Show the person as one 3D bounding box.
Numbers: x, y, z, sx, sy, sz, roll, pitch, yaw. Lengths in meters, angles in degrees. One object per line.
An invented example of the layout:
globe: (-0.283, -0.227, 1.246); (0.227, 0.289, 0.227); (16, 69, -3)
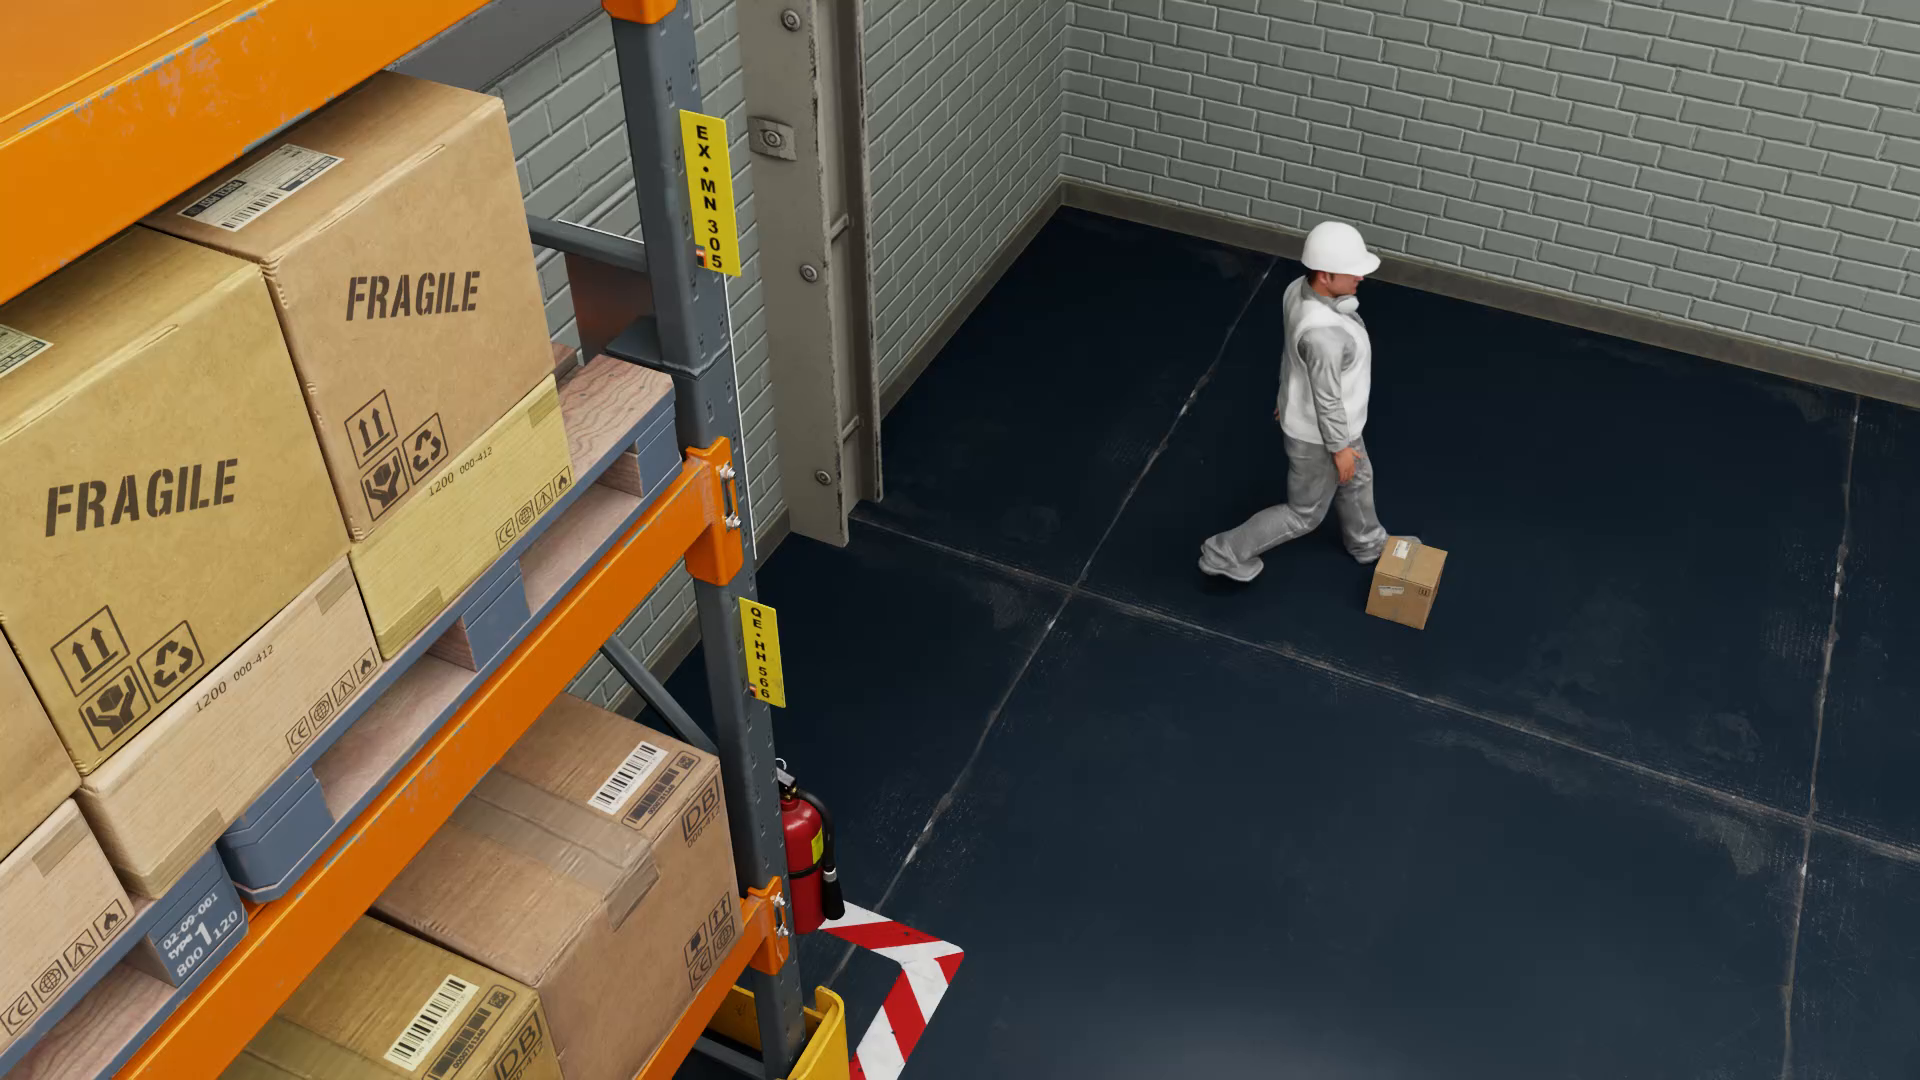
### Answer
person: (1.508, -0.504, 6.739); (0.915, 1.737, 0.554); (7, 42, 8)
